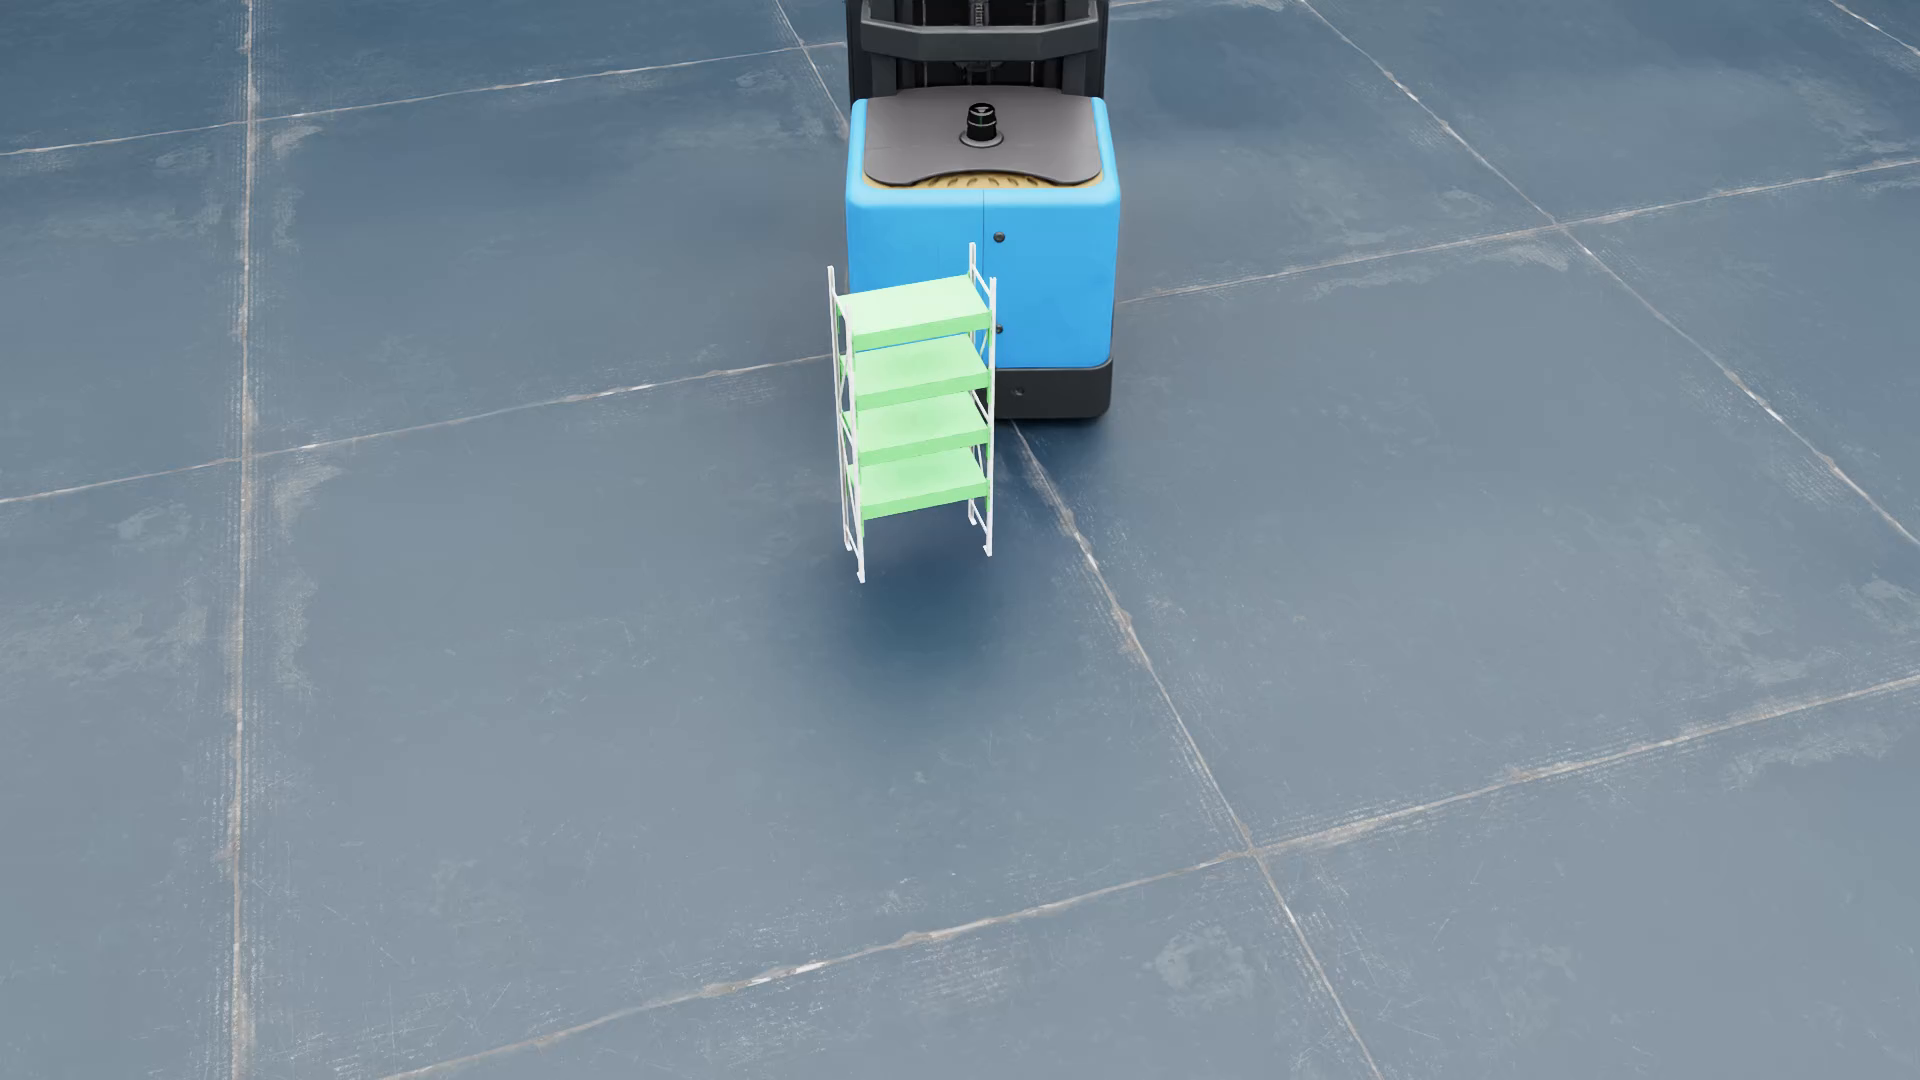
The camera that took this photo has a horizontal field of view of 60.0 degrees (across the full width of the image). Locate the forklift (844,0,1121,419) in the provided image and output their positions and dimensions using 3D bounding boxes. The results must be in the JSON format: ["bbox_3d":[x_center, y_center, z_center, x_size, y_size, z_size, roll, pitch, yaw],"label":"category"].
[{"bbox_3d":[0.067,-2.533,6.921,1.130,2.935,3.031,-1,41,-1],"label":"forklift"}]

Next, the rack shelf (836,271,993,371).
[{"bbox_3d":[-0.158,-0.732,5.544,0.480,0.148,0.258,-12,42,-13],"label":"rack shelf"}]

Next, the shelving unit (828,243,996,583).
[{"bbox_3d":[-0.158,-0.419,5.818,0.503,1.200,0.258,-12,42,-13],"label":"shelving unit"}]

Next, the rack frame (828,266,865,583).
[{"bbox_3d":[-0.391,-0.371,5.763,0.015,1.200,0.240,-12,42,-13],"label":"rack frame"}]

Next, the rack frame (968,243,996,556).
[{"bbox_3d":[0.075,-0.467,5.873,0.015,1.200,0.240,-12,42,-13],"label":"rack frame"}]

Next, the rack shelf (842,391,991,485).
[{"bbox_3d":[-0.158,-0.371,5.860,0.480,0.148,0.258,-12,42,-13],"label":"rack shelf"}]

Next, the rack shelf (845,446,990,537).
[{"bbox_3d":[-0.158,-0.190,6.018,0.480,0.148,0.258,-12,42,-13],"label":"rack shelf"}]

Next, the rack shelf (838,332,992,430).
[{"bbox_3d":[-0.158,-0.552,5.702,0.480,0.148,0.258,-12,42,-13],"label":"rack shelf"}]
